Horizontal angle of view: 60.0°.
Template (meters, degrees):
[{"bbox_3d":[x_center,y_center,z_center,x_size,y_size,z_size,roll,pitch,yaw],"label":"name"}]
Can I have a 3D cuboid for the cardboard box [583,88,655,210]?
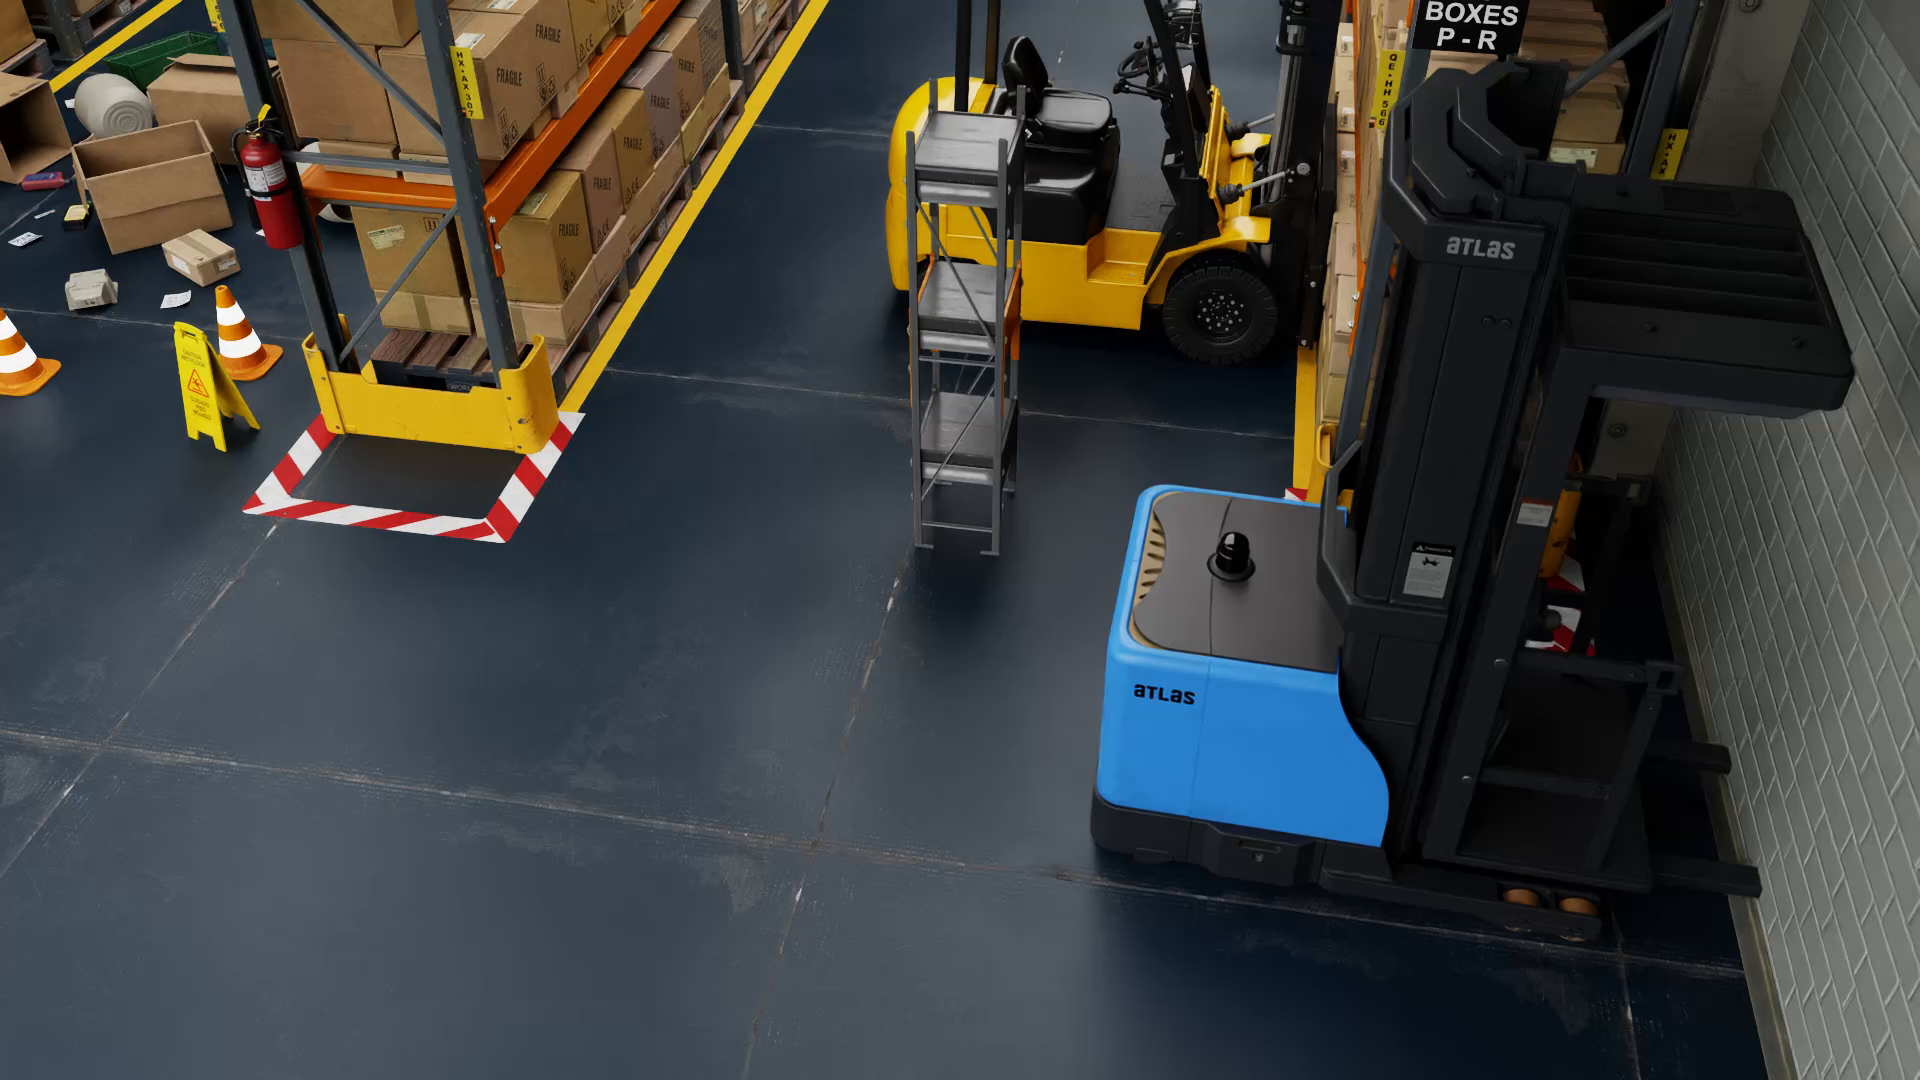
[{"bbox_3d":[-2.079,-2.231,9.431,0.500,0.500,0.500,7,40,9],"label":"cardboard box"}]

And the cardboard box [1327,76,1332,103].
[{"bbox_3d":[2.518,-2.697,10.191,0.500,0.250,0.500,6,40,7],"label":"cardboard box"}]

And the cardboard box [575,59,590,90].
[{"bbox_3d":[-2.157,-2.438,8.639,0.380,0.149,0.250,7,40,9],"label":"cardboard box"}]

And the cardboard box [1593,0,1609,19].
[{"bbox_3d":[2.813,-2.555,7.763,0.380,0.149,0.250,6,40,7],"label":"cardboard box"}]

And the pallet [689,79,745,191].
[{"bbox_3d":[-2.065,-2.717,10.967,1.003,0.211,1.213,6,40,8],"label":"pallet"}]

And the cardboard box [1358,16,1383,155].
[{"bbox_3d":[2.227,-2.184,8.056,0.500,0.500,0.500,6,40,7],"label":"cardboard box"}]

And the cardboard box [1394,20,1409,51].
[{"bbox_3d":[2.099,-2.138,7.258,0.380,0.149,0.250,7,40,9],"label":"cardboard box"}]

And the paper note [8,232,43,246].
[{"bbox_3d":[-5.632,-1.815,10.019,0.144,0.017,0.142,20,44,23],"label":"paper note"}]

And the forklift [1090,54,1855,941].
[{"bbox_3d":[2.070,-0.037,5.591,3.031,2.935,1.130,8,40,9],"label":"forklift"}]

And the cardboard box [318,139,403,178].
[{"bbox_3d":[-2.822,-1.868,7.949,0.380,0.149,0.250,8,40,9],"label":"cardboard box"}]

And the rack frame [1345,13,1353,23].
[{"bbox_3d":[2.906,-3.672,9.934,1.000,3.000,0.127,6,40,8],"label":"rack frame"}]

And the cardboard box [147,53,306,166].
[{"bbox_3d":[-4.712,-2.766,10.691,0.797,0.637,0.503,6,40,8],"label":"cardboard box"}]

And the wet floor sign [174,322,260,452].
[{"bbox_3d":[-3.763,-0.798,8.306,0.267,0.644,0.232,20,44,23],"label":"wet floor sign"}]

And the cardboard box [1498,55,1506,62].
[{"bbox_3d":[2.724,-2.126,7.986,0.500,0.500,0.500,6,40,7],"label":"cardboard box"}]

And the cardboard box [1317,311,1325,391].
[{"bbox_3d":[2.079,-0.905,8.415,0.500,0.250,0.500,6,40,8],"label":"cardboard box"}]

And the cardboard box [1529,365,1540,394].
[{"bbox_3d":[2.483,-0.930,7.661,0.500,0.250,0.500,6,40,7],"label":"cardboard box"}]

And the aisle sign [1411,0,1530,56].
[{"bbox_3d":[1.913,-2.155,6.059,0.394,0.787,0.004,6,40,8],"label":"aisle sign"}]

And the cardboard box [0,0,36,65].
[{"bbox_3d":[-7.054,-3.655,11.252,0.875,0.875,0.875,7,40,8],"label":"cardboard box"}]

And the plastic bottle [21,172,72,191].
[{"bbox_3d":[-5.787,-2.280,10.557,0.283,0.061,0.133,-6,40,-8],"label":"plastic bottle"}]

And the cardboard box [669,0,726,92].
[{"bbox_3d":[-1.822,-3.207,10.612,0.500,0.500,0.500,6,40,7],"label":"cardboard box"}]

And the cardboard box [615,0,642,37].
[{"bbox_3d":[-1.994,-2.924,9.227,0.380,0.149,0.250,7,40,8],"label":"cardboard box"}]

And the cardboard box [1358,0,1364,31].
[{"bbox_3d":[2.498,-3.132,9.203,0.500,0.500,0.500,7,40,8],"label":"cardboard box"}]

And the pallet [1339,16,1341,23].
[{"bbox_3d":[3.204,-3.832,12.316,1.003,0.211,1.213,6,40,8],"label":"pallet"}]

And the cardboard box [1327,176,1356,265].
[{"bbox_3d":[2.146,-1.611,8.485,0.500,0.250,0.500,7,40,8],"label":"cardboard box"}]

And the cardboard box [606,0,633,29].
[{"bbox_3d":[-2.067,-3.092,8.921,0.500,0.500,0.500,6,40,7],"label":"cardboard box"}]

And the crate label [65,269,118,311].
[{"bbox_3d":[-4.949,-1.425,9.463,0.250,0.136,0.298,-13,41,-15],"label":"crate label"}]

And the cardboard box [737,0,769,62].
[{"bbox_3d":[-1.895,-3.696,11.695,0.950,0.372,0.625,7,40,8],"label":"cardboard box"}]

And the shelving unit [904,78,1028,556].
[{"bbox_3d":[0.029,-0.913,7.303,0.431,2.100,0.503,6,40,8],"label":"shelving unit"}]

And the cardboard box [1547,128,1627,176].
[{"bbox_3d":[2.528,-1.634,6.882,0.380,0.149,0.250,5,40,7],"label":"cardboard box"}]

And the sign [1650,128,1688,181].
[{"bbox_3d":[2.759,-1.461,6.518,0.100,0.325,0.005,6,40,8],"label":"sign"}]

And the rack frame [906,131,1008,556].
[{"bbox_3d":[-0.014,-0.760,7.118,0.400,2.100,0.015,6,40,8],"label":"rack frame"}]

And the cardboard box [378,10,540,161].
[{"bbox_3d":[-2.321,-2.127,7.753,0.500,0.500,0.500,6,40,7],"label":"cardboard box"}]

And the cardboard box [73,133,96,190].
[{"bbox_3d":[-5.360,-2.364,10.498,0.396,0.266,0.258,13,41,15],"label":"cardboard box"}]

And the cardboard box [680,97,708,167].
[{"bbox_3d":[-1.904,-2.583,10.445,0.500,0.250,0.500,5,40,6],"label":"cardboard box"}]

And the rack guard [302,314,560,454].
[{"bbox_3d":[-2.663,-0.791,8.411,1.175,0.500,0.348,6,40,8],"label":"rack guard"}]

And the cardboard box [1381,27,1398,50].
[{"bbox_3d":[2.172,-2.346,7.742,0.380,0.149,0.250,5,40,6],"label":"cardboard box"}]

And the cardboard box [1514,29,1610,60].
[{"bbox_3d":[2.592,-2.080,7.187,0.380,0.149,0.250,7,40,9],"label":"cardboard box"}]

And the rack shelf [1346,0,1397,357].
[{"bbox_3d":[2.560,-2.140,8.645,1.077,0.370,4.000,6,40,8],"label":"rack shelf"}]

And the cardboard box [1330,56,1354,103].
[{"bbox_3d":[2.414,-2.571,9.646,0.500,0.250,0.500,6,40,8],"label":"cardboard box"}]

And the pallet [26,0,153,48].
[{"bbox_3d":[-6.817,-4.117,12.661,1.003,0.211,1.213,6,40,8],"label":"pallet"}]

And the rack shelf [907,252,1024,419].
[{"bbox_3d":[0.029,-0.903,7.312,0.431,0.518,0.480,6,40,8],"label":"rack shelf"}]

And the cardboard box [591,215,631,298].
[{"bbox_3d":[-2.168,-1.604,9.261,0.500,0.250,0.500,8,40,9],"label":"cardboard box"}]

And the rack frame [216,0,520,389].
[{"bbox_3d":[-2.676,-1.707,7.557,1.000,3.000,0.127,6,40,8],"label":"rack frame"}]

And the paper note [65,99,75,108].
[{"bbox_3d":[-6.101,-3.034,11.492,0.147,0.020,0.142,-20,44,-23],"label":"paper note"}]

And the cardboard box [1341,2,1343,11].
[{"bbox_3d":[3.255,-4.206,12.114,0.875,0.625,0.625,5,40,6],"label":"cardboard box"}]

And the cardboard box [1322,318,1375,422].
[{"bbox_3d":[1.990,-0.796,7.892,0.500,0.250,0.500,6,40,7],"label":"cardboard box"}]

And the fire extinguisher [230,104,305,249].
[{"bbox_3d":[-3.150,-1.656,7.556,0.296,0.674,0.183,6,40,8],"label":"fire extinguisher"}]
